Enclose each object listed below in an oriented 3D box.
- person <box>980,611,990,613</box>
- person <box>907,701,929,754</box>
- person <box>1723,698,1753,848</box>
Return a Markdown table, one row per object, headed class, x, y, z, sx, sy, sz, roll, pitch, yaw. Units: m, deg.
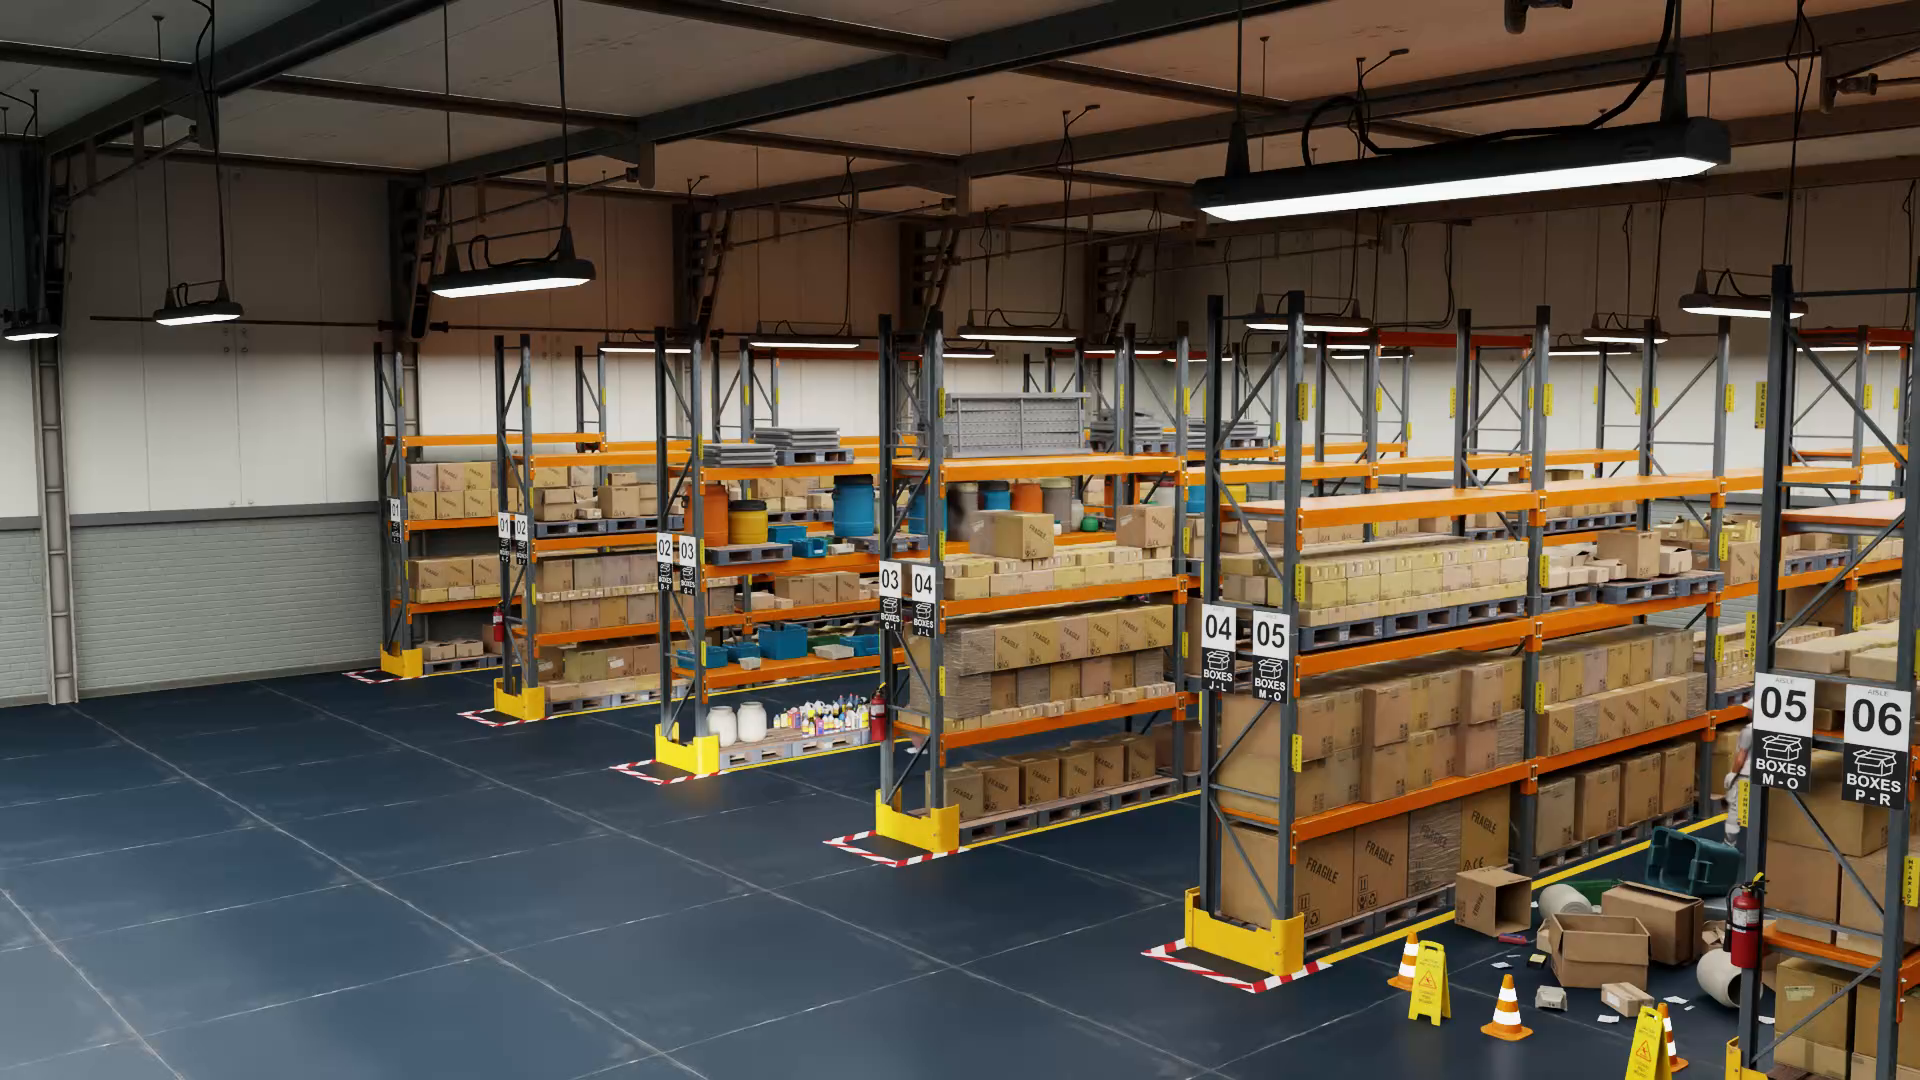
| class | x | y | z | sx | sy | sz | roll | pitch | yaw |
| --- | --- | --- | --- | --- | --- | --- | --- | --- | --- |
| person | 0.421 | 1.459 | 29.435 | 0.513 | 1.508 | 0.920 | 5 | 7 | 44 |
| person | -0.467 | 2.110 | 22.207 | 0.487 | 1.647 | 0.545 | 3 | 6 | 30 |
| person | 8.734 | 2.612 | 18.401 | 0.610 | 1.795 | 0.470 | -1 | 5 | -8 |
